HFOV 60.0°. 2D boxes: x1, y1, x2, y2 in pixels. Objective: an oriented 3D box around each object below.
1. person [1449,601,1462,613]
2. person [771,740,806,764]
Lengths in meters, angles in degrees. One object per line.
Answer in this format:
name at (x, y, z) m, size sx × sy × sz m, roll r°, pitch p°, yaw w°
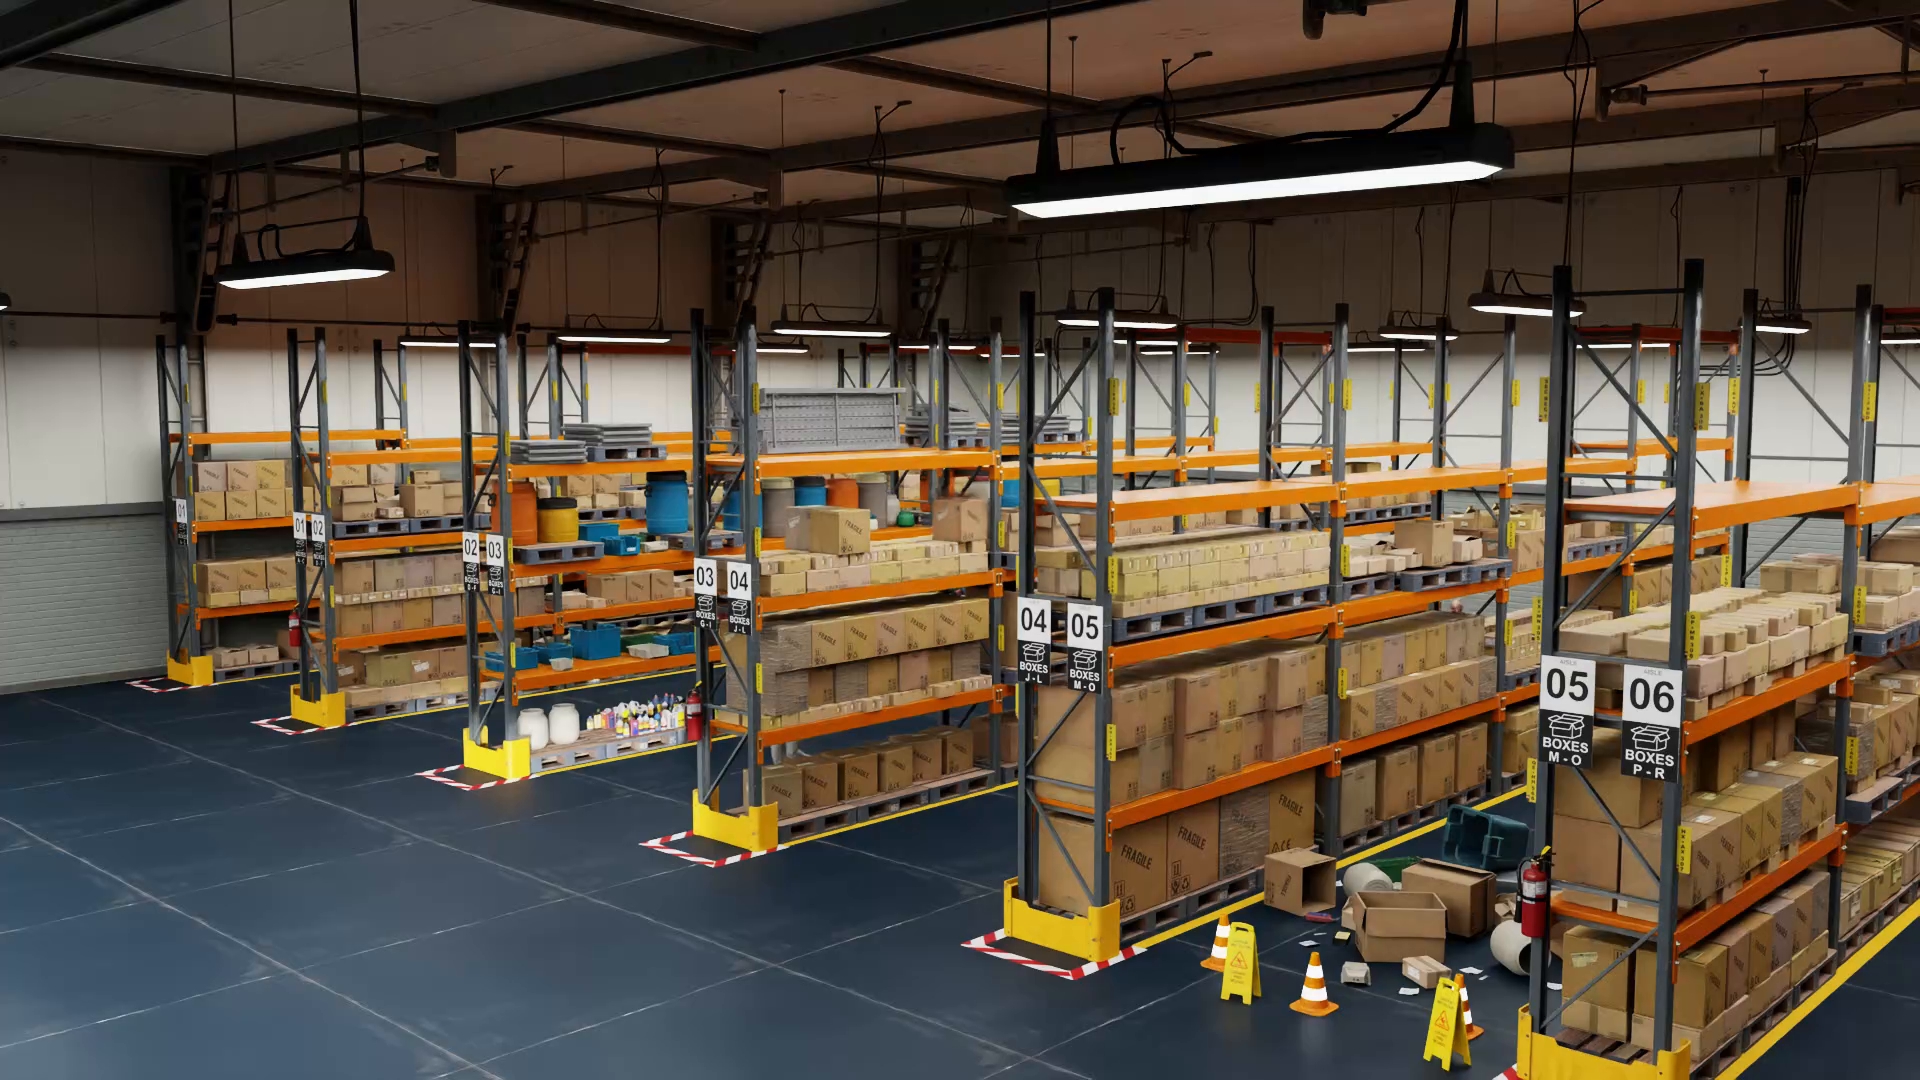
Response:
person at (7.765, 1.819, 26.219) m, size 0.604 × 1.706 × 1.148 m, roll 4°, pitch 7°, yaw 38°
person at (-2.172, 2.358, 21.314) m, size 0.524 × 1.641 × 0.627 m, roll 3°, pitch 6°, yaw 33°
